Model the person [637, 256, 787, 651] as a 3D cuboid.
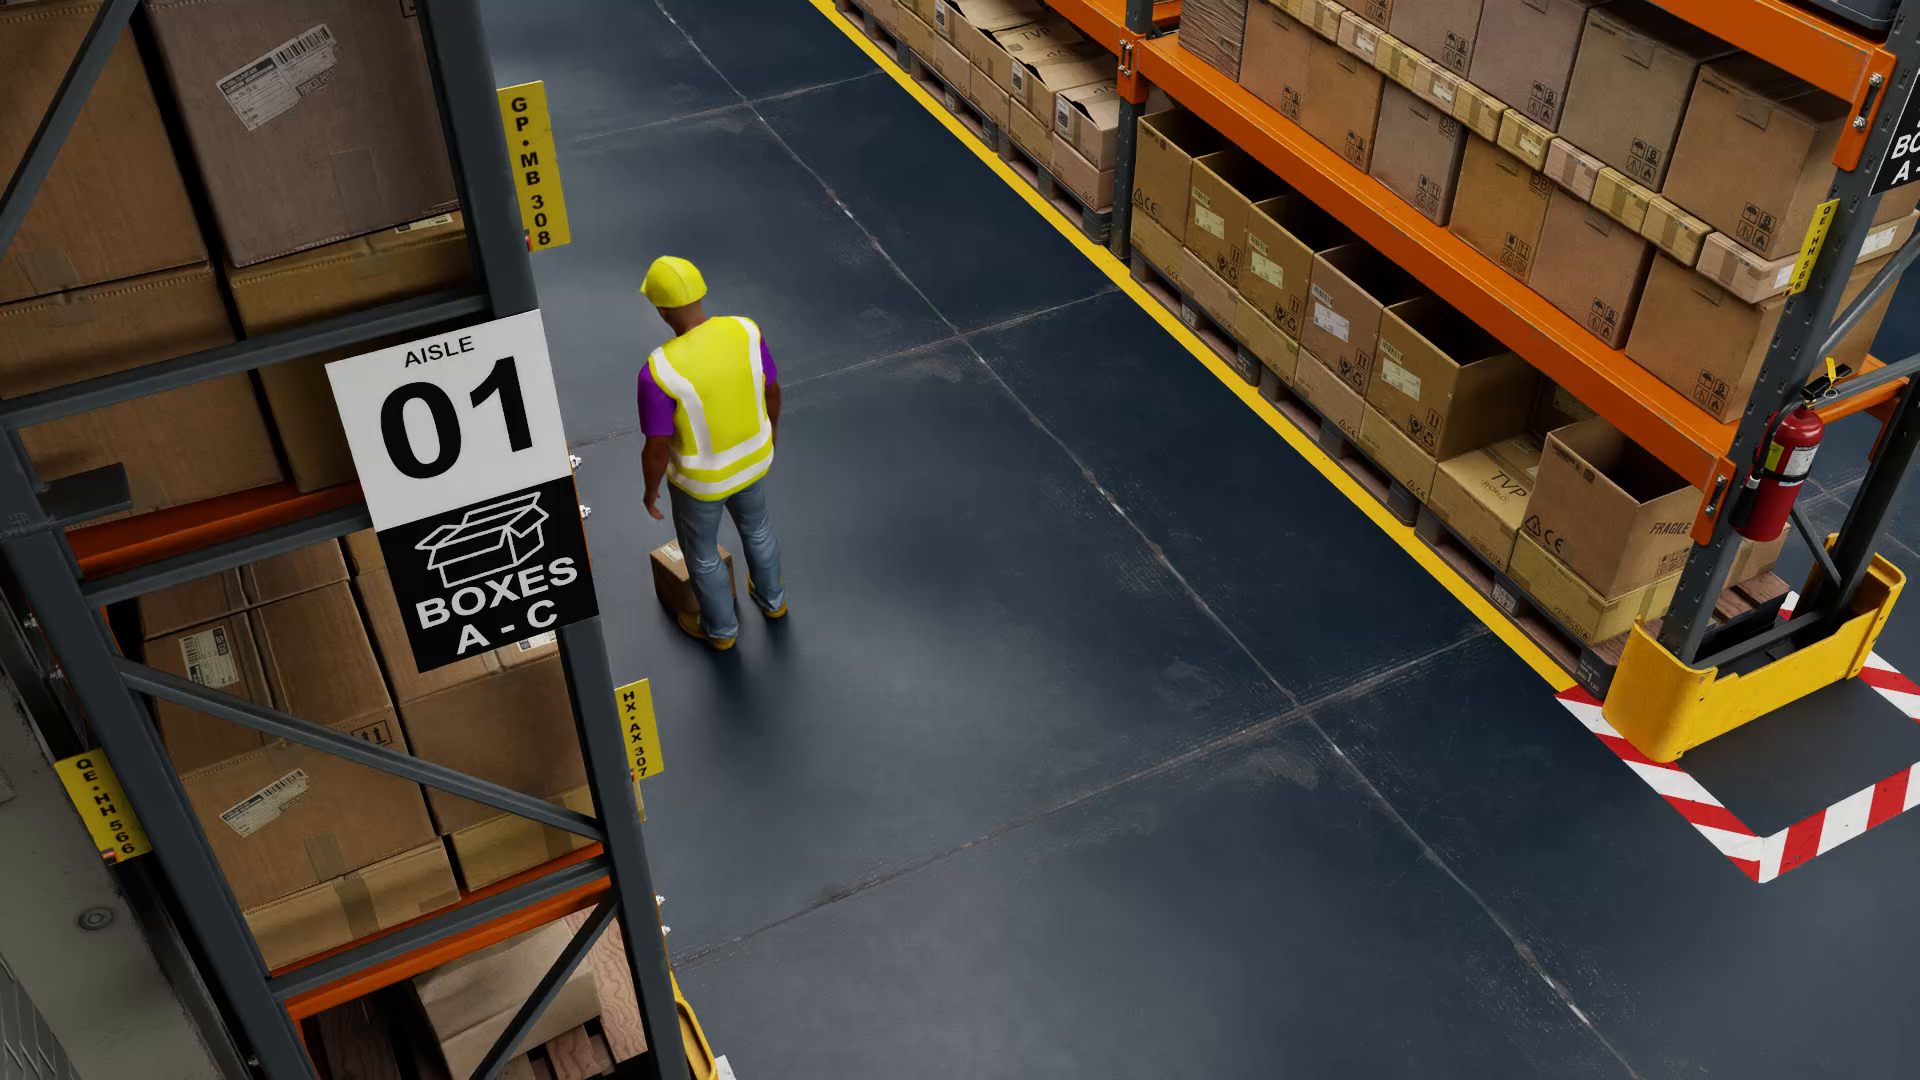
[{"bbox_3d":[-0.972,-0.321,6.513,0.632,1.760,0.463,-30,49,-30],"label":"person"}]
